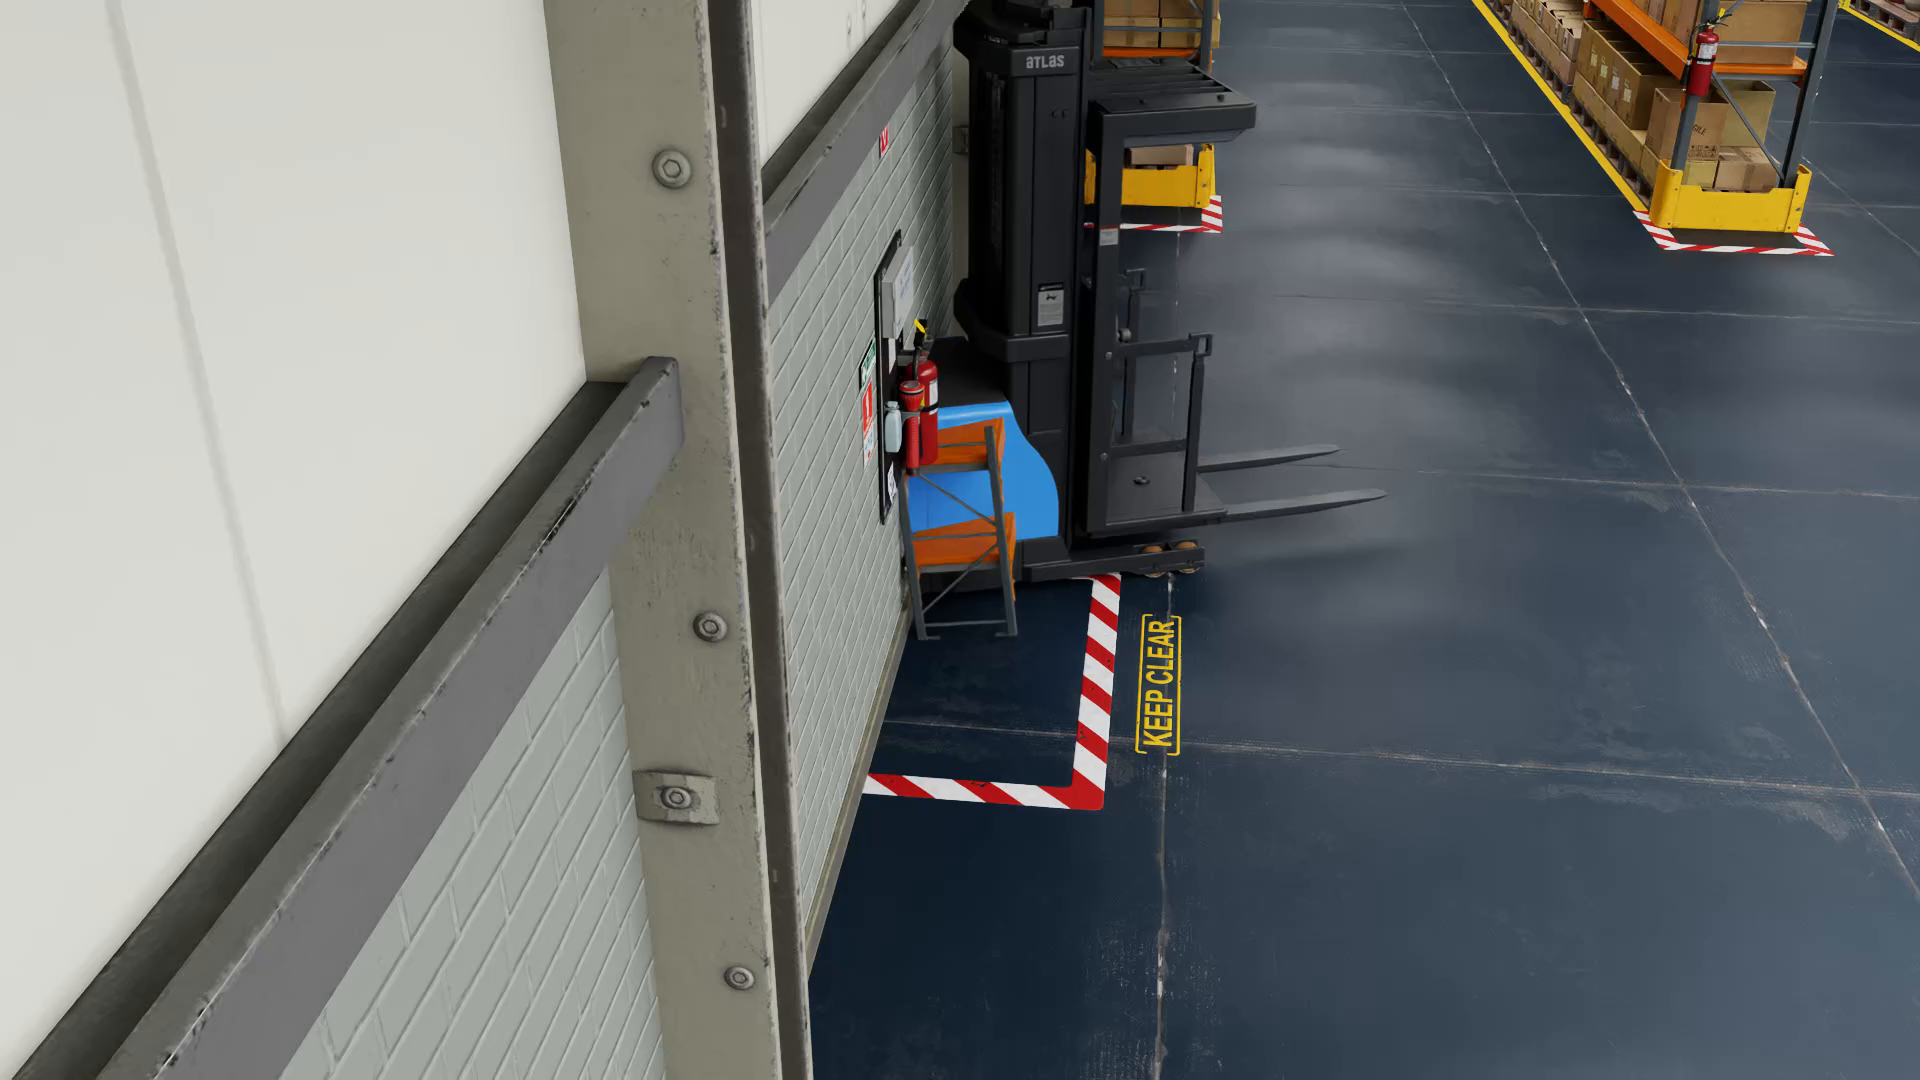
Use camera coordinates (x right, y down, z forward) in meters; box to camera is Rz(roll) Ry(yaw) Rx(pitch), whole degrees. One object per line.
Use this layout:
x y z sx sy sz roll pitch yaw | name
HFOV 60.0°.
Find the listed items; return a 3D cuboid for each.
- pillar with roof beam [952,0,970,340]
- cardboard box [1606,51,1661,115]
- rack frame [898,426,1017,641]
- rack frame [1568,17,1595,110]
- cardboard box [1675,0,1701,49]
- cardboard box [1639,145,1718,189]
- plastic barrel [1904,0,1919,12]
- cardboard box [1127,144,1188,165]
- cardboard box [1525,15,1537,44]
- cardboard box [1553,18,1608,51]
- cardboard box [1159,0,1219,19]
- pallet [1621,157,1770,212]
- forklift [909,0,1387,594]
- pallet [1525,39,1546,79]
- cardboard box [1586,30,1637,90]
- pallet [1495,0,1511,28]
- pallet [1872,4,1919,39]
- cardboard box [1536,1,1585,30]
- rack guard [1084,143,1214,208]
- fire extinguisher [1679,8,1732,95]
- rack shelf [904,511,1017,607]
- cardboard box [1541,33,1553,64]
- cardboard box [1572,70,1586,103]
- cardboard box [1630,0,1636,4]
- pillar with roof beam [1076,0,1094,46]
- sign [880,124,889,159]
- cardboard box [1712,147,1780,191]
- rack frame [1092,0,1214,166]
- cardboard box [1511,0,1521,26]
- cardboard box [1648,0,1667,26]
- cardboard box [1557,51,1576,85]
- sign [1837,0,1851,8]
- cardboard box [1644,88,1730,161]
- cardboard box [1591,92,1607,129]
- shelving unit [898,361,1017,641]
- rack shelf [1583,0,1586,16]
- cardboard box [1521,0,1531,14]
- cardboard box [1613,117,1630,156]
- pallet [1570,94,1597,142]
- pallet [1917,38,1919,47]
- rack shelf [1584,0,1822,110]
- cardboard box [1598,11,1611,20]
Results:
4.399 -4.278 7.704 9.100 9.000 0.400 3 28 6 | pillar with roof beam
6.492 -4.327 15.785 0.500 0.500 0.500 3 28 6 | cardboard box
-0.027 -0.015 8.046 0.500 1.125 0.032 -4 27 8 | rack frame
7.041 -5.929 17.092 1.000 3.000 0.127 3 28 6 | rack frame
6.681 -4.556 14.440 0.700 0.500 0.500 4 29 8 | cardboard box
6.324 -3.290 14.650 0.500 0.250 0.500 3 28 6 | cardboard box
12.470 -7.114 21.472 0.421 0.512 0.421 0 28 0 | plastic barrel
1.808 -3.662 15.257 0.500 0.311 0.500 0 28 0 | cardboard box
7.057 -6.075 19.820 0.500 0.250 0.500 3 28 5 | cardboard box
6.864 -5.603 18.352 0.500 0.311 0.500 4 29 8 | cardboard box
1.991 -4.812 14.366 0.500 0.500 0.500 3 28 6 | cardboard box
6.603 -3.181 14.931 1.003 0.211 1.213 3 28 6 | pallet
0.827 -1.326 8.621 3.031 2.935 1.130 -7 29 -12 | forklift
7.240 -5.626 19.471 1.003 0.211 1.213 3 28 6 | pallet
6.620 -4.797 16.658 0.500 0.500 0.500 3 28 6 | cardboard box
7.660 -6.933 21.897 1.003 0.211 1.213 3 28 6 | pallet
12.502 -6.668 21.404 1.003 0.211 1.213 3 28 6 | pallet
6.993 -6.074 19.226 0.500 0.311 0.500 3 28 6 | cardboard box
1.644 -3.267 14.788 1.175 0.500 0.348 3 28 6 | rack guard
6.076 -3.983 13.563 0.296 0.674 0.183 3 28 6 | fire extinguisher
0.046 -0.035 8.605 0.538 0.278 1.000 -4 27 8 | rack shelf
6.930 -5.594 18.927 0.500 0.250 0.500 4 29 7 | cardboard box
6.684 -4.703 17.272 0.500 0.250 0.500 3 28 6 | cardboard box
6.935 -5.515 16.219 0.700 0.500 0.500 3 28 6 | cardboard box
5.869 -9.927 18.189 9.100 9.000 0.400 3 28 6 | pillar with roof beam
-0.314 -1.749 6.890 0.001 0.298 0.199 3 28 6 | sign
6.838 -3.260 14.594 0.500 0.250 0.500 3 28 6 | cardboard box
1.634 -4.332 14.128 1.000 3.000 0.127 3 28 6 | rack frame
7.176 -6.557 20.714 0.500 0.250 0.500 3 28 6 | cardboard box
6.808 -5.038 15.333 0.700 0.500 0.500 4 29 8 | cardboard box
6.804 -5.115 18.038 0.500 0.250 0.500 3 28 6 | cardboard box
7.101 -4.427 13.308 0.100 0.325 0.005 3 28 6 | sign
6.322 -3.620 14.473 0.500 0.500 0.500 3 28 6 | cardboard box
6.551 -4.232 16.400 0.500 0.250 0.500 3 28 6 | cardboard box
0.018 -0.251 8.494 0.538 1.125 1.048 -4 27 8 | shelving unit
7.286 -6.554 19.010 1.077 0.370 4.000 3 28 6 | rack shelf
7.120 -6.556 20.121 0.500 0.311 0.500 3 28 5 | cardboard box
6.432 -3.761 15.526 0.500 0.250 0.500 3 28 6 | cardboard box
6.902 -4.329 17.063 1.003 0.211 1.213 3 28 6 | pallet
12.313 -5.932 20.038 1.003 0.211 1.213 3 28 6 | pallet
6.796 -4.671 15.515 1.077 0.370 4.000 3 28 6 | rack shelf
7.468 -5.809 18.735 0.500 0.311 0.500 2 28 5 | cardboard box
